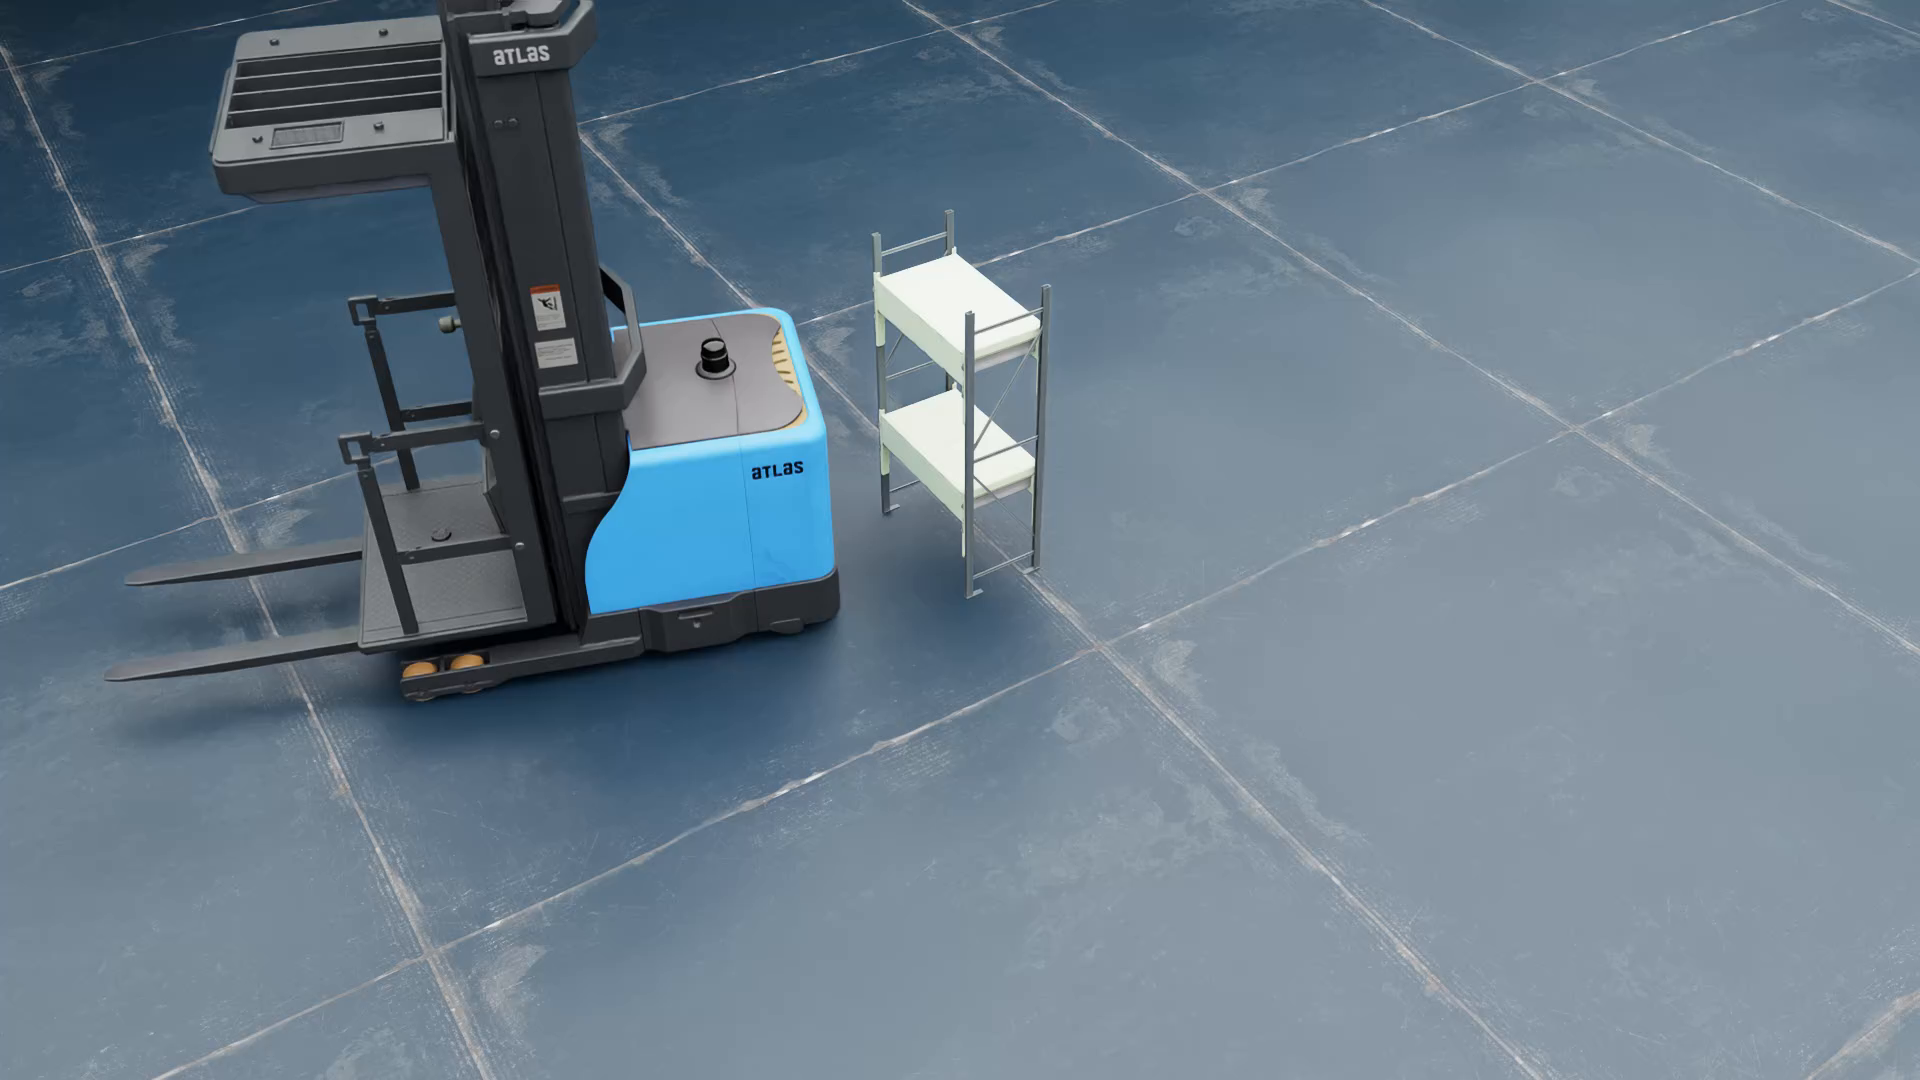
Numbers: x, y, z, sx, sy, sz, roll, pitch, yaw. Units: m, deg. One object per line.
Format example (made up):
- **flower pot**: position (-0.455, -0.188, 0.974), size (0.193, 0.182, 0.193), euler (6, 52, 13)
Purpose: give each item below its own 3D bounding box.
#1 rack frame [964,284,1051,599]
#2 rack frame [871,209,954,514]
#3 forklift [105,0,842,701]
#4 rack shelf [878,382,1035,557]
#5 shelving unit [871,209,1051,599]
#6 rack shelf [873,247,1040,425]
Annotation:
- **rack frame**: position (0.193, -0.382, 7.098), size (0.400, 1.500, 0.023), euler (-22, 45, -24)
- **rack frame**: position (-0.200, -0.777, 7.572), size (0.400, 1.500, 0.023), euler (-22, 45, -24)
- **forklift**: position (-2.095, -0.825, 6.511), size (3.031, 2.935, 1.130), euler (-9, 41, -11)
- **rack shelf**: position (-0.004, -0.329, 7.543), size (0.431, 0.370, 0.720), euler (-22, 45, -24)
- **shelving unit**: position (-0.004, -0.580, 7.335), size (0.431, 1.500, 0.755), euler (-22, 45, -24)
- **rack shelf**: position (-0.004, -0.880, 7.085), size (0.431, 0.370, 0.720), euler (-22, 45, -24)
